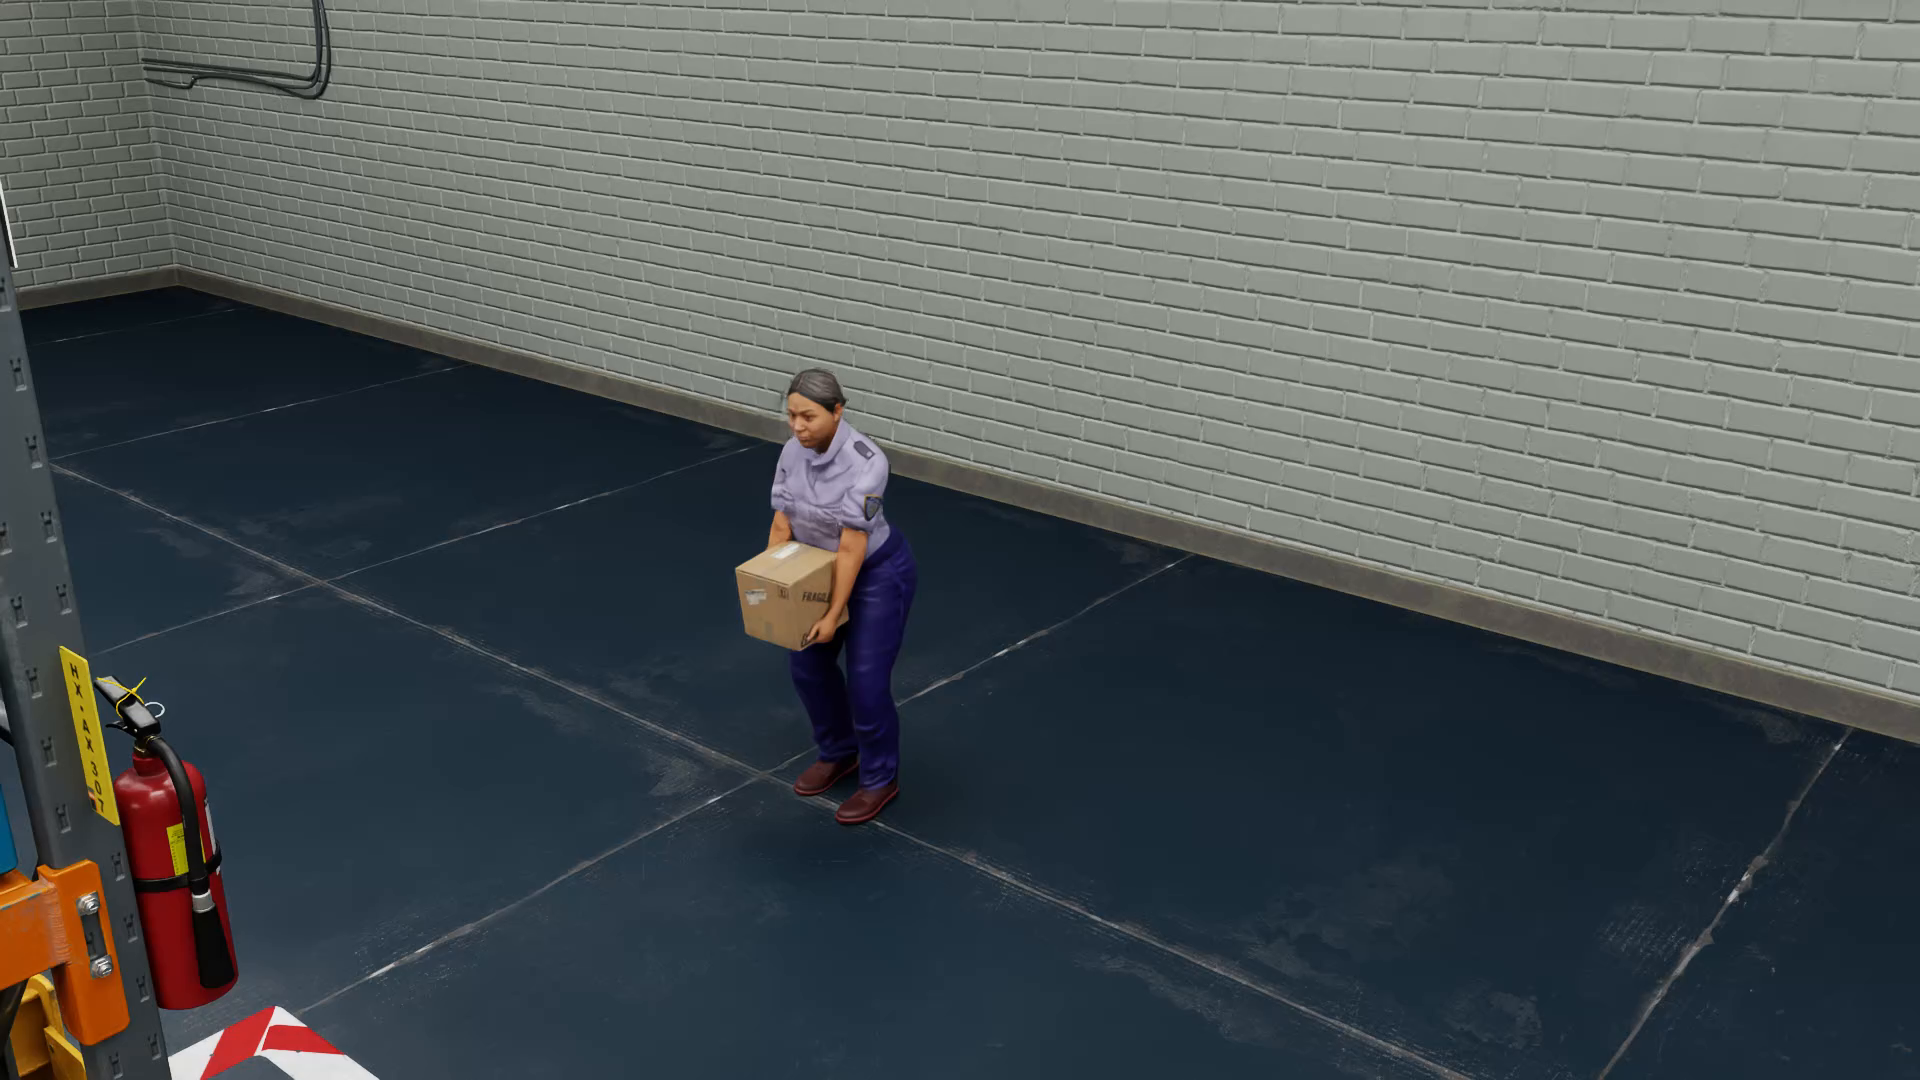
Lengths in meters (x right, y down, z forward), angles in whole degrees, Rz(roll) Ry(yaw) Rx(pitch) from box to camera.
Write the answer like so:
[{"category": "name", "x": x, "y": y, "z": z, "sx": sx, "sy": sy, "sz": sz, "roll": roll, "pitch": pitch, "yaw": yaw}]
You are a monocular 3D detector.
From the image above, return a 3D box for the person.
[{"category": "person", "x": -0.420, "y": 0.186, "z": 5.687, "sx": 0.441, "sy": 1.595, "sz": 0.571, "roll": 15, "pitch": 25, "yaw": 35}]
